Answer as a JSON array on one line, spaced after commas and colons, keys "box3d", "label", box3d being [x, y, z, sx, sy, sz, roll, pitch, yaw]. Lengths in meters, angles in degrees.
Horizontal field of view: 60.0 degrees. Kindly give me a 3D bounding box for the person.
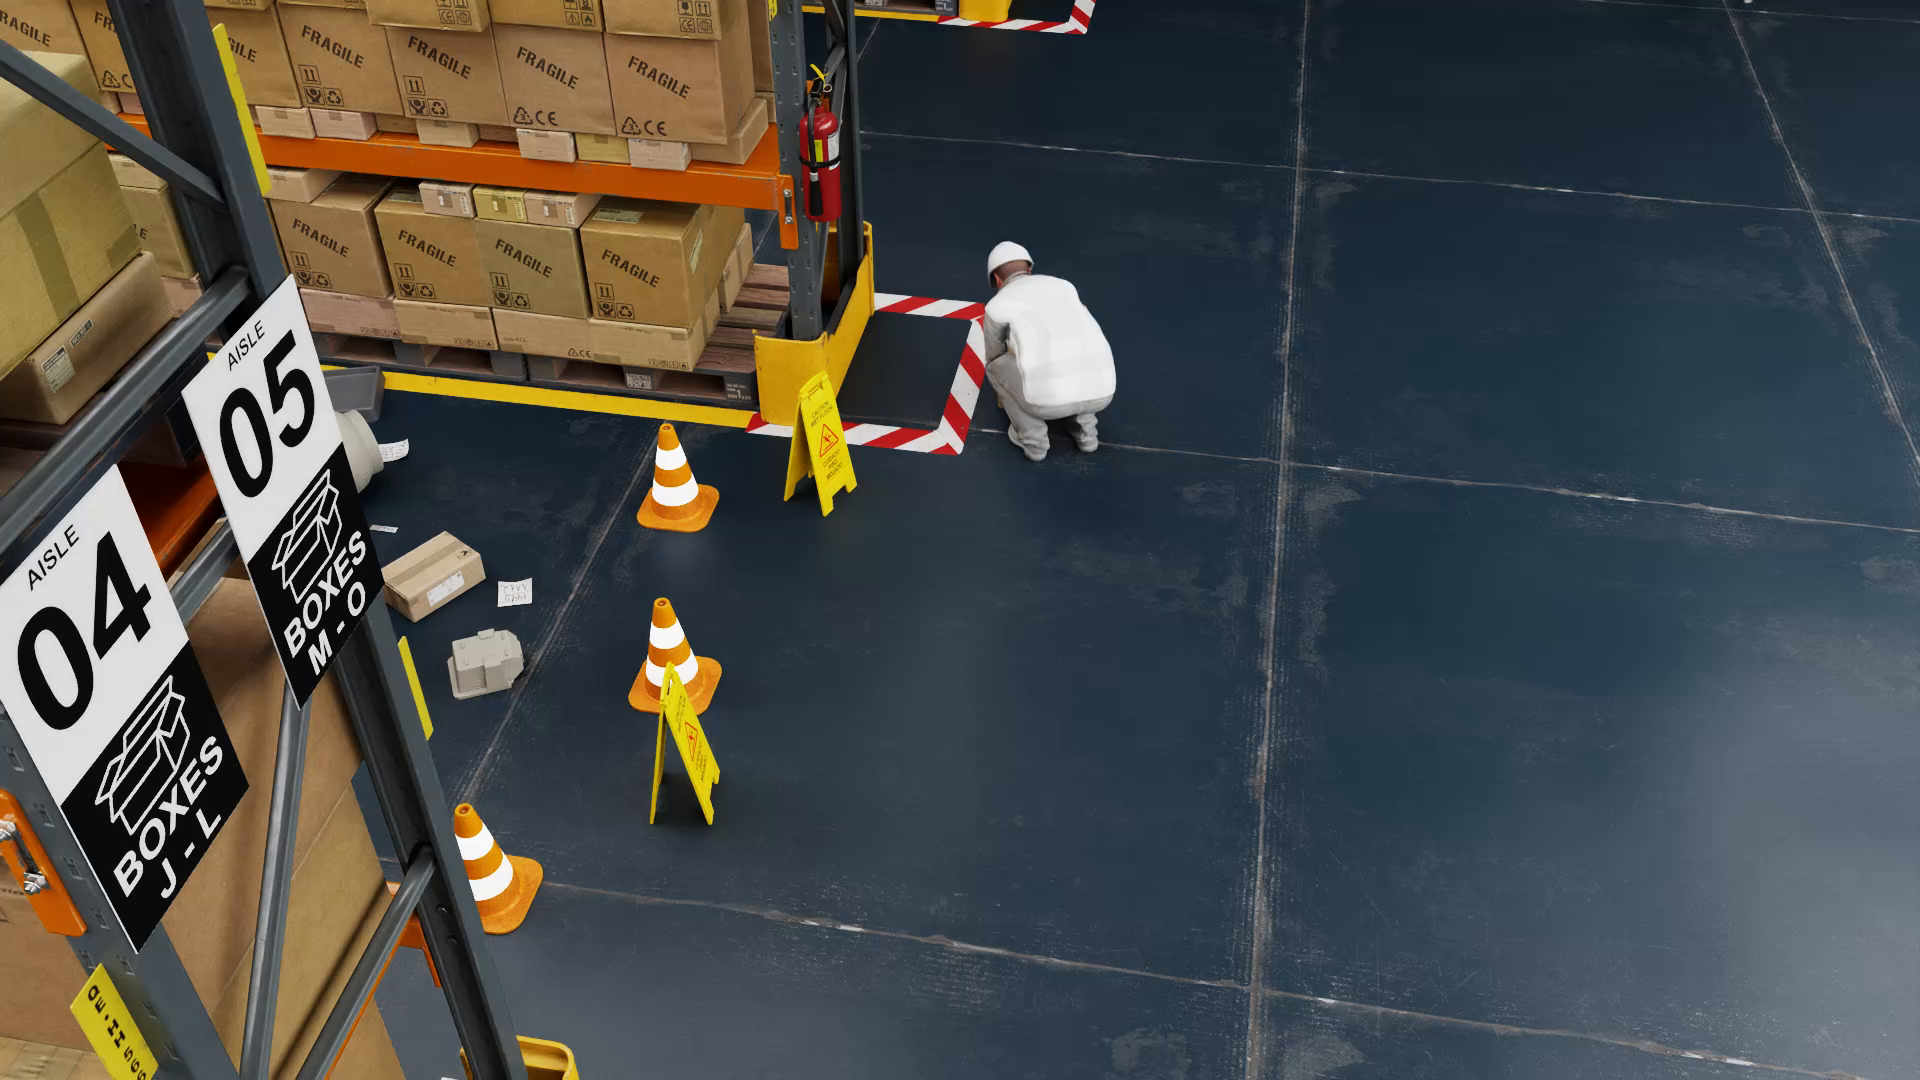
[{"box3d": [0.396, -0.868, 7.978, 0.527, 0.867, 0.951, -12, 42, -13], "label": "person"}]
